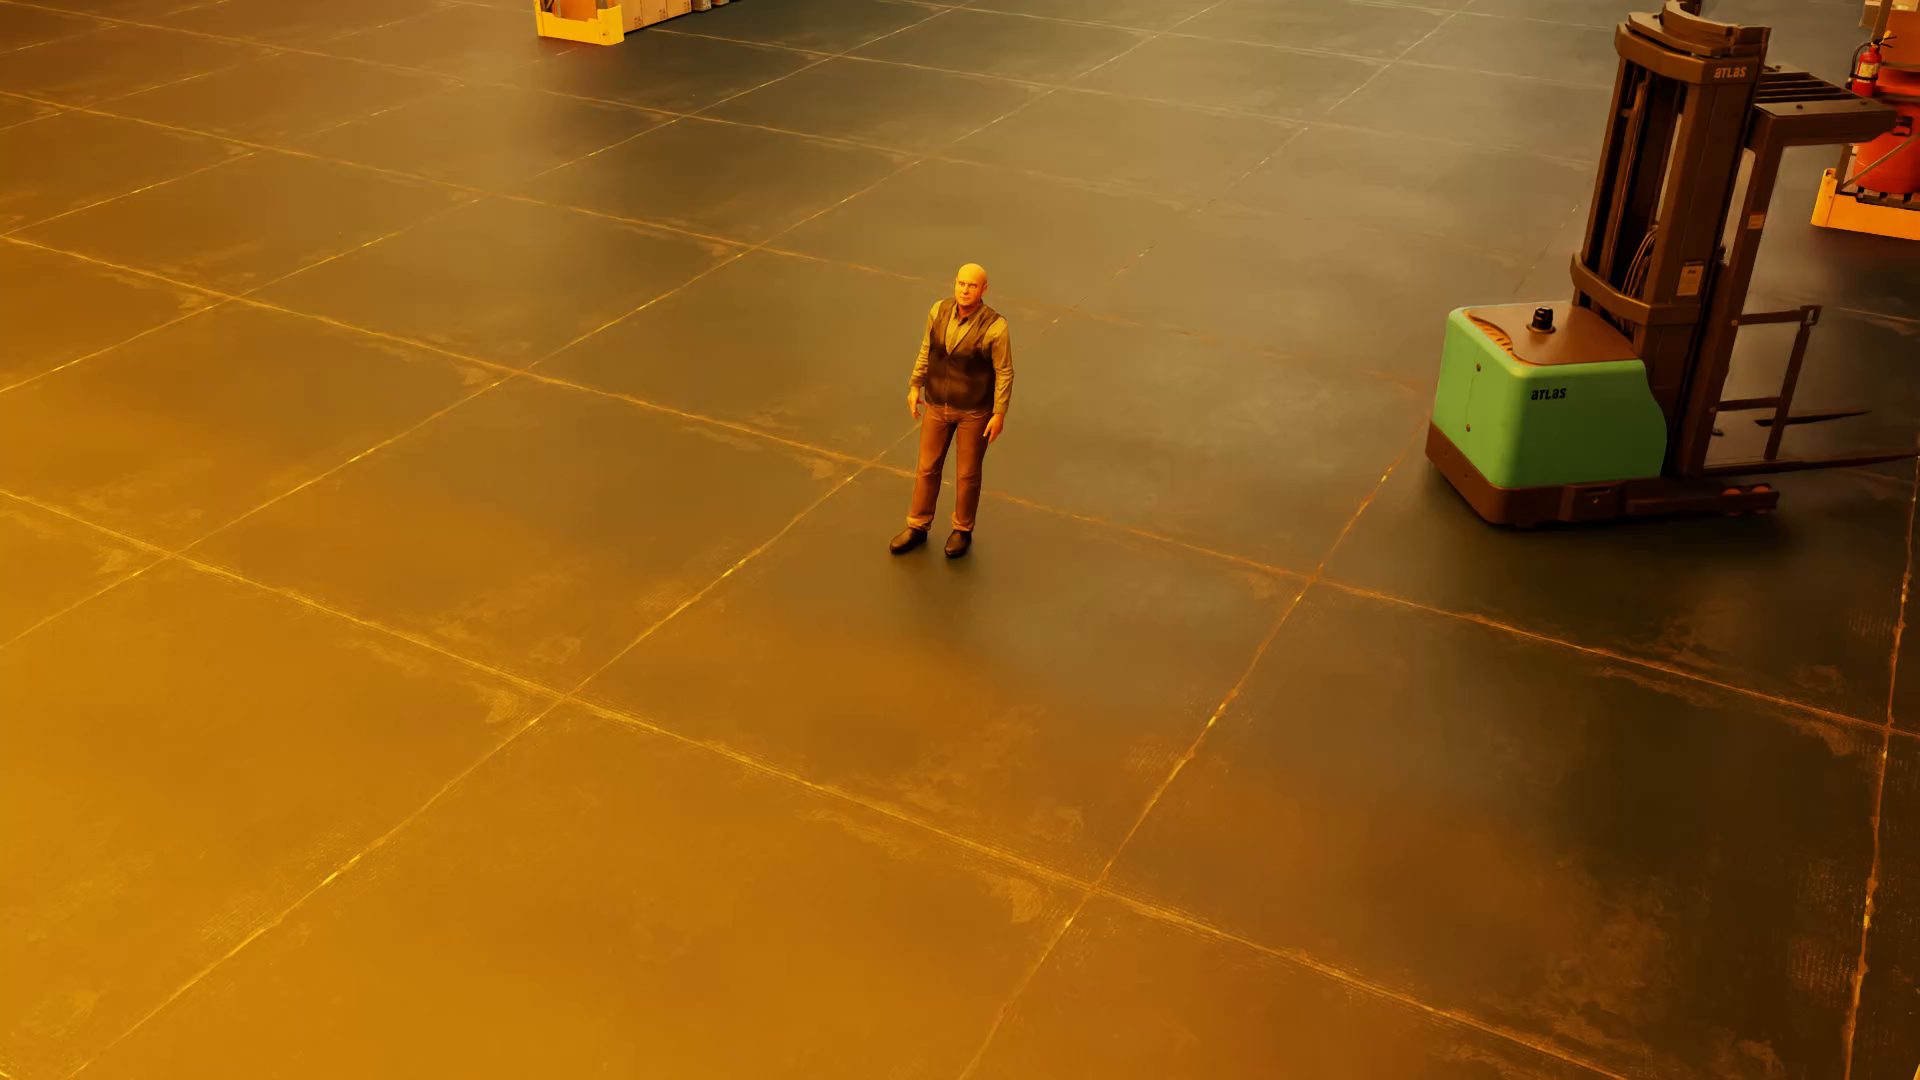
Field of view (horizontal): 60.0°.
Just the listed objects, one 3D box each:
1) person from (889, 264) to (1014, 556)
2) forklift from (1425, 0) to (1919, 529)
[{"bbox_3d":[-0.037,-0.726,9.524,0.633,1.722,0.566,15,33,25],"label":"person"},{"bbox_3d":[4.594,-1.674,9.971,3.031,2.935,1.130,-5,30,-8],"label":"forklift"}]
